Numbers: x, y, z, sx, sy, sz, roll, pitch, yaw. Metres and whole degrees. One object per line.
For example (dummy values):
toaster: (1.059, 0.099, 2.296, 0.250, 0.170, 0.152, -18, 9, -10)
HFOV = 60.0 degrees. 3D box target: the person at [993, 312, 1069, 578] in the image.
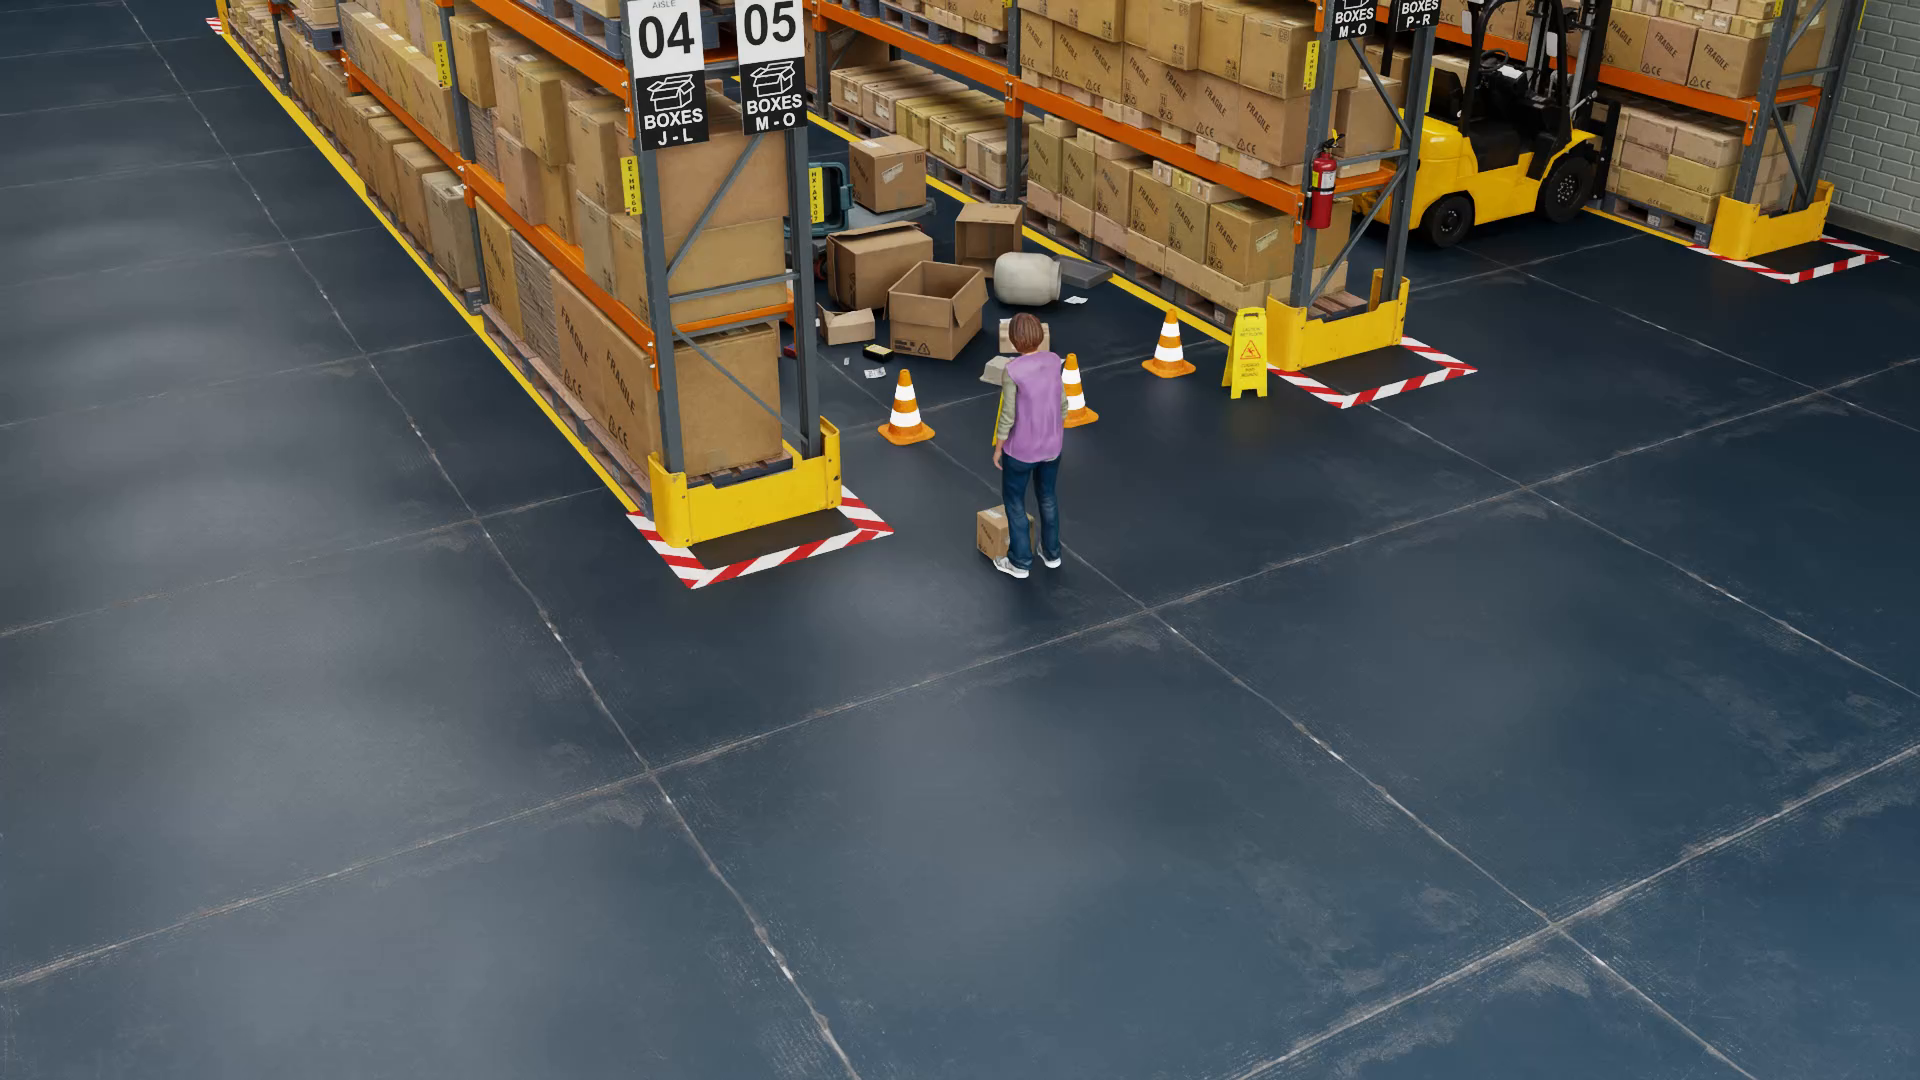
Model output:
person: (0.403, -0.526, 9.494, 0.462, 1.593, 0.344, -16, 33, -26)
